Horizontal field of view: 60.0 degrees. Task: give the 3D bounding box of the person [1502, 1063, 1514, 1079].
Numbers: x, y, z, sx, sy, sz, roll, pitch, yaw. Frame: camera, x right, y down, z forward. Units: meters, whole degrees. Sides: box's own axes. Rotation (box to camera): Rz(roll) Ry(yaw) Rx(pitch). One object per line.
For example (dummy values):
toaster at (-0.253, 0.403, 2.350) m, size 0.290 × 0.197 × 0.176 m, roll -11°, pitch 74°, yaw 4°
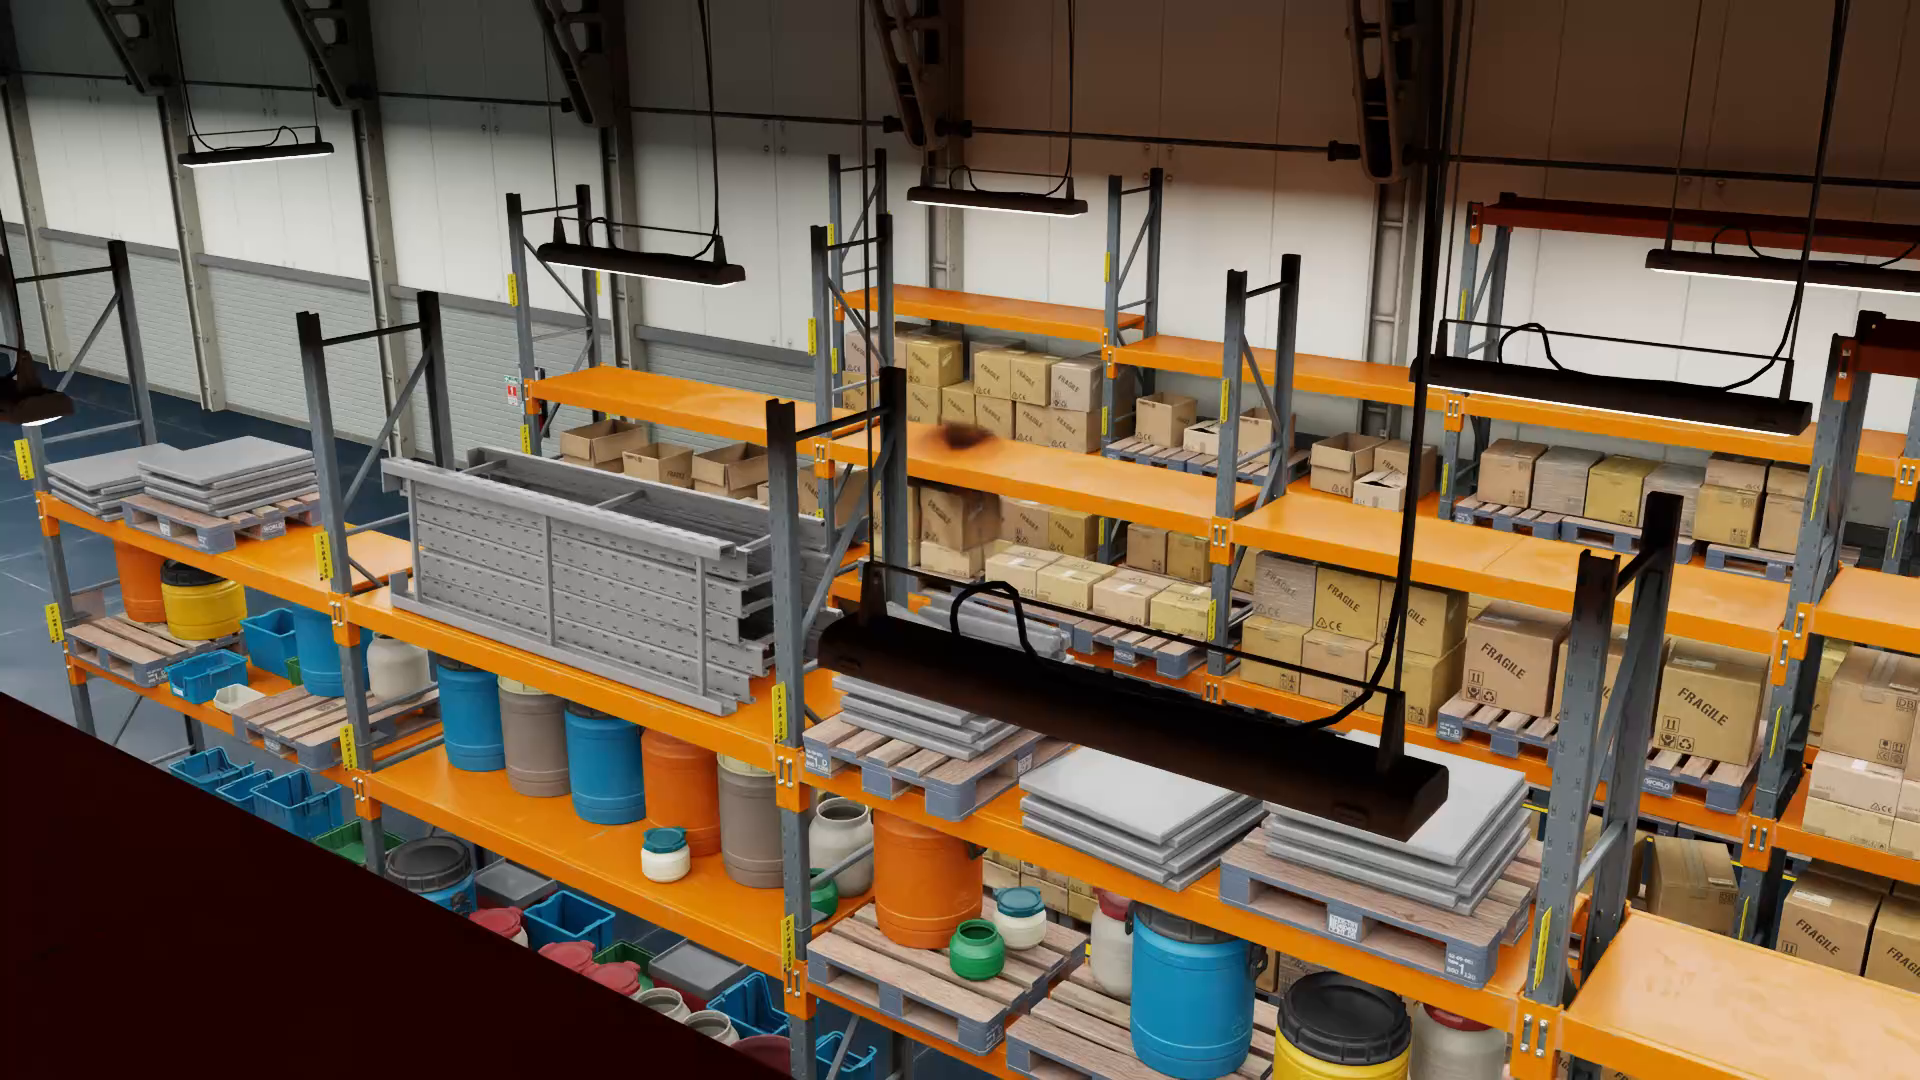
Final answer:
person at (3.371, 4.012, 10.451) m, size 0.841 × 1.673 × 0.569 m, roll 11°, pitch 22°, yaw 31°
